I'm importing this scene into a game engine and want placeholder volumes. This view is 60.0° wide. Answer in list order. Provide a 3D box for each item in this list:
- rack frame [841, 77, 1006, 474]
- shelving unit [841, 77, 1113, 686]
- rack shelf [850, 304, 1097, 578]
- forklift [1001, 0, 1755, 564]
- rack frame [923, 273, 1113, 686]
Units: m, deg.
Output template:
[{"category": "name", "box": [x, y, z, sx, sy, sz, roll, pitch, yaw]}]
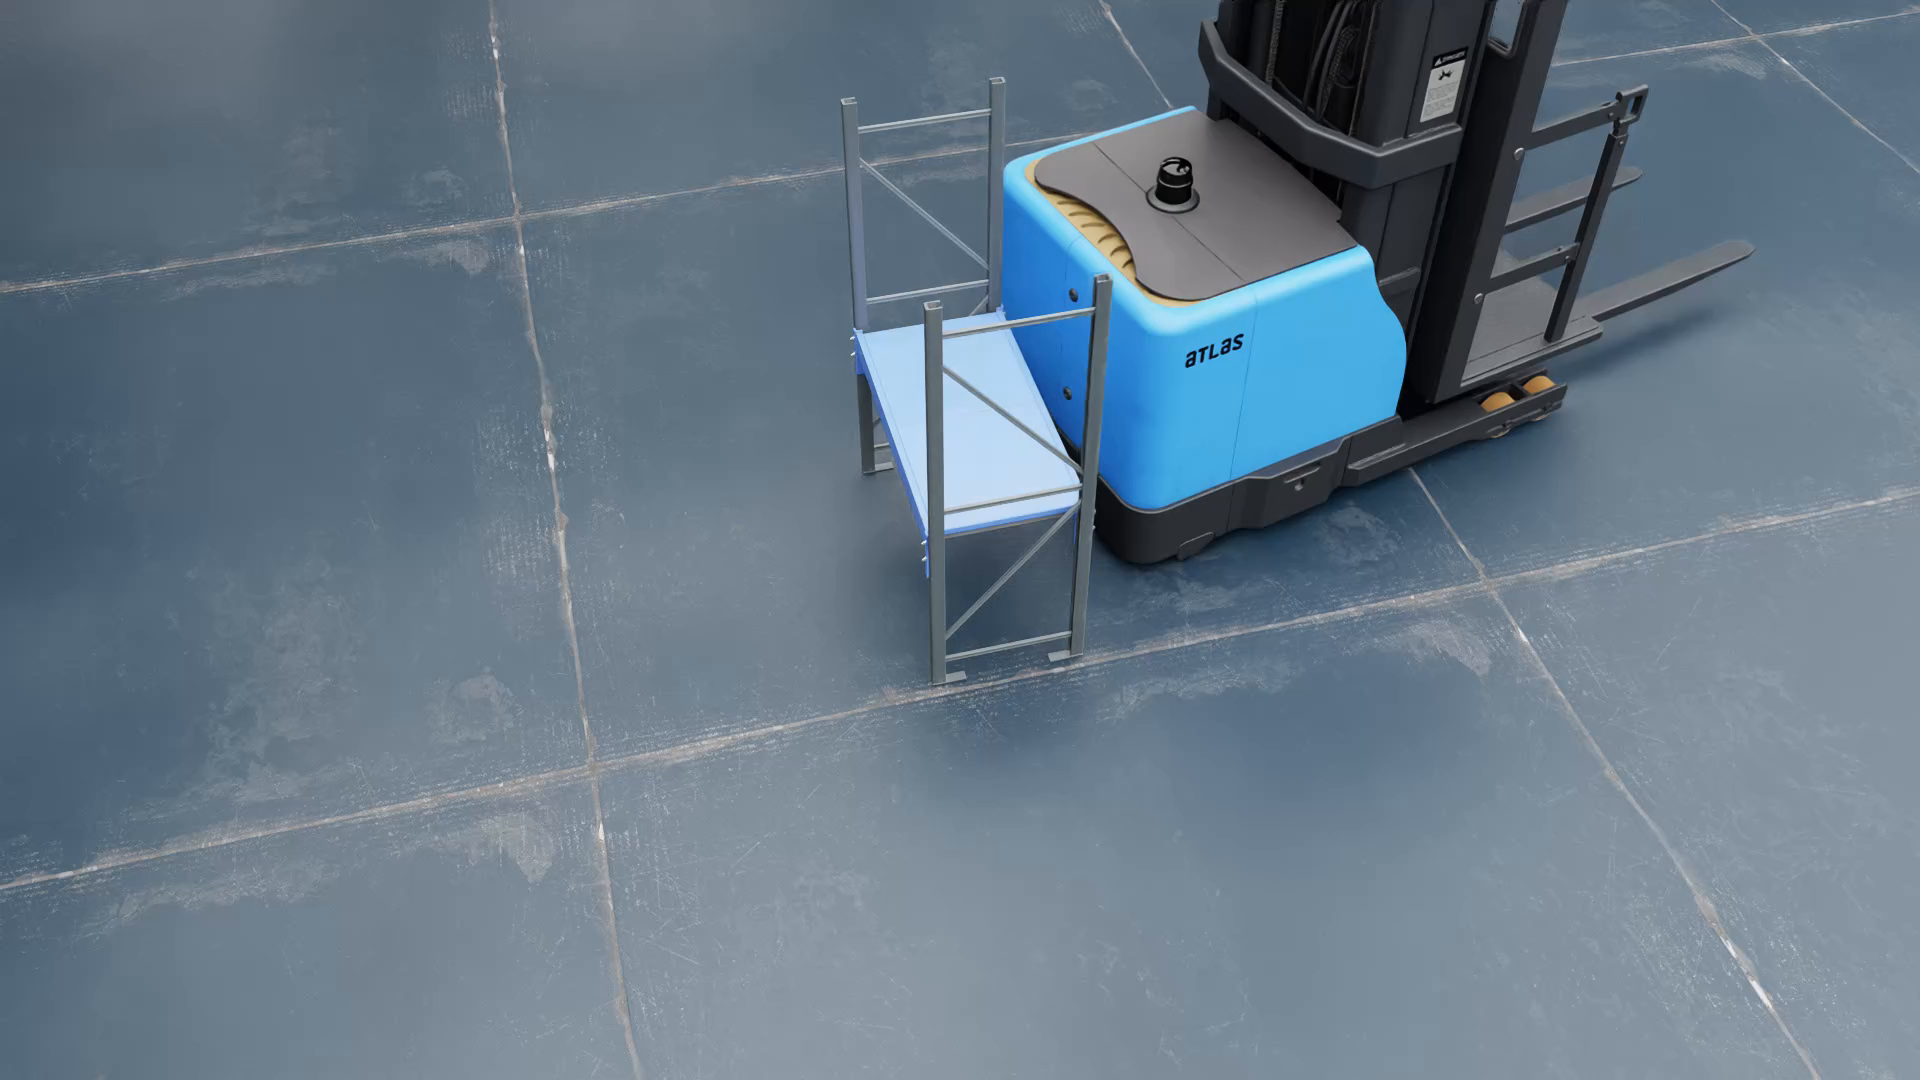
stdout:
[{"category": "rack frame", "box": [-0.108, -0.817, 5.501, 0.500, 1.500, 0.032, -11, 47, -10]}, {"category": "shelving unit", "box": [0.022, -0.466, 5.157, 0.538, 1.500, 1.048, -11, 47, -10]}, {"category": "rack shelf", "box": [0.022, -0.340, 5.285, 0.538, 0.185, 1.000, -11, 47, -10]}, {"category": "forklift", "box": [1.654, -1.714, 5.378, 3.031, 2.935, 1.130, -21, 49, -20]}, {"category": "rack frame", "box": [0.152, -0.115, 4.813, 0.500, 1.500, 0.032, -11, 47, -10]}]
